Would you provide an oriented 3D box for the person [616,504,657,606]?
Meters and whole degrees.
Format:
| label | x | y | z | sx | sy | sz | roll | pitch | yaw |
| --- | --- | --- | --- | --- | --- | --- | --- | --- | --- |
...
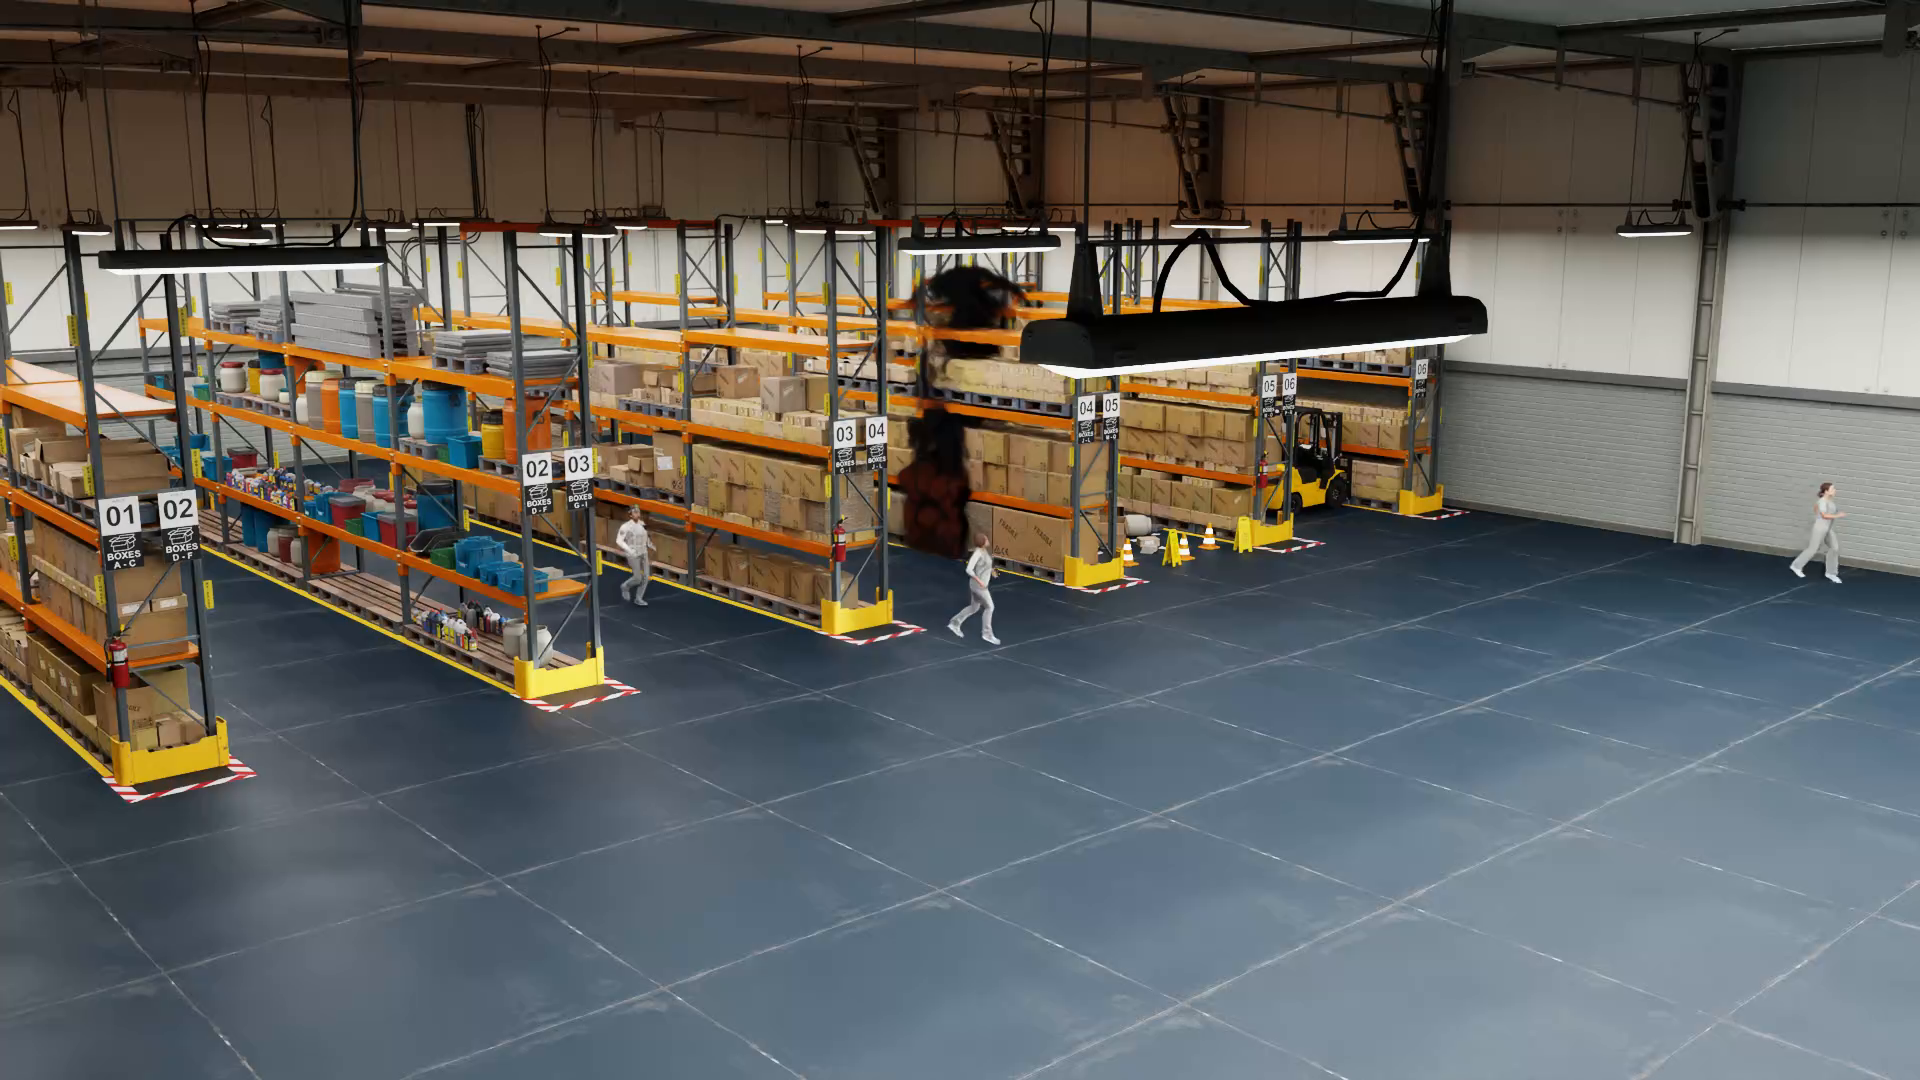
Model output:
| label | x | y | z | sx | sy | sz | roll | pitch | yaw |
| --- | --- | --- | --- | --- | --- | --- | --- | --- | --- |
| person | -5.154 | 0.235 | 26.543 | 0.571 | 1.643 | 0.614 | 9 | 15 | 38 |

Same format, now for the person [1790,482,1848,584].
| label | x | y | z | sx | sy | sz | roll | pitch | yaw |
| --- | --- | --- | --- | --- | --- | --- | --- | --- | --- |
| person | 14.623 | -0.135 | 28.271 | 0.831 | 1.712 | 0.566 | 11 | 16 | 42 |

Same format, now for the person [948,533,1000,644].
| label | x | y | z | sx | sy | sz | roll | pitch | yaw |
| --- | --- | --- | --- | --- | --- | --- | --- | --- | --- |
| person | 0.204 | 0.683 | 23.816 | 0.759 | 1.618 | 0.532 | 1 | 11 | 4 |
